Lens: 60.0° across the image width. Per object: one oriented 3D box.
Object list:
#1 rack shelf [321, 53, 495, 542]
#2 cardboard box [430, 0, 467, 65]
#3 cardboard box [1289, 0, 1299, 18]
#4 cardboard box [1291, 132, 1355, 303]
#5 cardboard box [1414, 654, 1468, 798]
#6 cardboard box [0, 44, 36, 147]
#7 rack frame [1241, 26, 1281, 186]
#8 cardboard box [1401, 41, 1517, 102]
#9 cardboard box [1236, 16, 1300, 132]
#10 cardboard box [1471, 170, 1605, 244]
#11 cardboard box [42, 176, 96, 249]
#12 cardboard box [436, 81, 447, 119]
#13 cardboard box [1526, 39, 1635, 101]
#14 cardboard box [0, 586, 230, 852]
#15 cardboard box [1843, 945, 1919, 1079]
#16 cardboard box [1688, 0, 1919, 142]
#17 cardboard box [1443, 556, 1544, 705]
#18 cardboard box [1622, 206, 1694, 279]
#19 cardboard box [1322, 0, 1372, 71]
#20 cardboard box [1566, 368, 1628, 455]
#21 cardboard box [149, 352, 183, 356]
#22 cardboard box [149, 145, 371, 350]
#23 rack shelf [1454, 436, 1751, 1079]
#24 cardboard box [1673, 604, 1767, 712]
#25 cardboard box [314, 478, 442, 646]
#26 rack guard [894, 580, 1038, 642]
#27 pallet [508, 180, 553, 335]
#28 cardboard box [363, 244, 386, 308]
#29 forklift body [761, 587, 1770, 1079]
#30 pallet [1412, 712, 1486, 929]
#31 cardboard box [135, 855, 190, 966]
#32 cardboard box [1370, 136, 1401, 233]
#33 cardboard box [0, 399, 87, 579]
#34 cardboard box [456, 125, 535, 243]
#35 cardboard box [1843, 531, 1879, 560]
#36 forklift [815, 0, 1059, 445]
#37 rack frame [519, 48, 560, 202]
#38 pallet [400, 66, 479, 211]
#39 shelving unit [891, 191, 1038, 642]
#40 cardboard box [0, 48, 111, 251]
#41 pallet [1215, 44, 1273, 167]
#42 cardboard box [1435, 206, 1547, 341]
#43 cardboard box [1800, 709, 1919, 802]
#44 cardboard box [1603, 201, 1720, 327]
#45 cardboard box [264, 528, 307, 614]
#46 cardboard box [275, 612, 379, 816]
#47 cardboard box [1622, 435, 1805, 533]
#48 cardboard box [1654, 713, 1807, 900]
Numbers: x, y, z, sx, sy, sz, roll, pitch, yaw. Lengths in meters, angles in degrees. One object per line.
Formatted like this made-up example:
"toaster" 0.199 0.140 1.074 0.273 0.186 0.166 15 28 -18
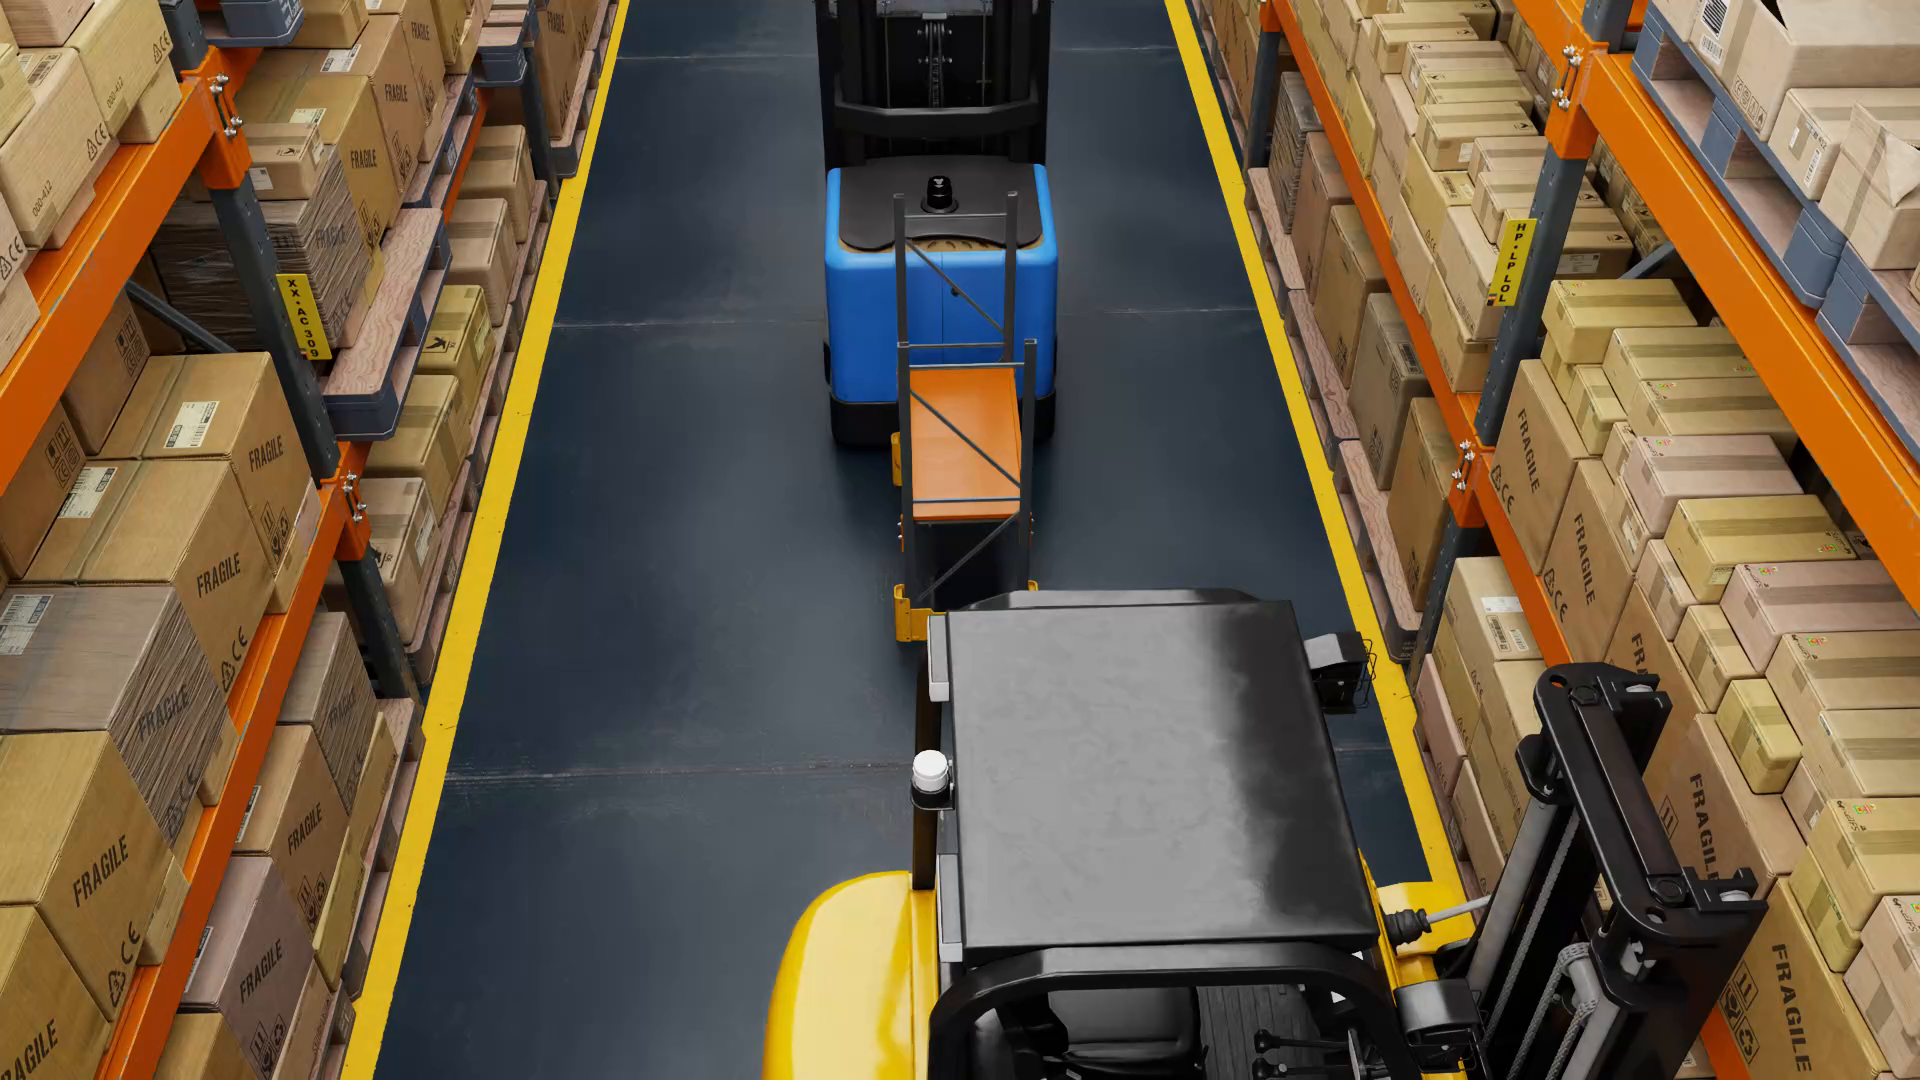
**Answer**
"rack shelf" -2.725 -1.455 7.300 1.077 0.370 4.000 -2 43 -2
"cardboard box" -2.457 -2.384 7.176 0.500 0.500 0.500 -4 43 -5
"cardboard box" 1.924 -2.854 8.404 0.500 0.250 0.500 -1 43 -2
"cardboard box" 2.198 -1.633 8.408 0.875 0.625 0.625 0 43 0
"cardboard box" 2.009 0.679 6.163 0.500 0.250 0.500 -1 43 -1
"cardboard box" -2.257 -0.947 3.589 0.380 0.149 0.250 0 43 -1
"rack frame" 2.149 -3.216 8.688 1.000 3.000 0.127 -2 43 -2
"cardboard box" 1.999 -1.877 6.674 0.380 0.149 0.250 -1 43 -1
"cardboard box" 1.917 -2.728 9.696 0.500 0.500 0.500 -1 43 -1
"cardboard box" 2.054 -1.189 5.923 0.380 0.149 0.250 -2 43 -2
"cardboard box" -2.364 -0.834 4.056 0.380 0.149 0.250 -1 43 -1
"cardboard box" -2.416 -1.875 7.100 0.380 0.149 0.250 -3 43 -3
"cardboard box" 2.517 -1.897 6.695 0.380 0.149 0.250 -2 43 -2
"cardboard box" -2.317 0.473 4.369 0.500 0.500 0.500 -1 43 -1
"cardboard box" 2.146 0.988 3.548 0.380 0.149 0.250 -3 43 -3
"cardboard box" 2.111 -1.211 3.963 0.500 0.311 0.500 -1 43 -1
"cardboard box" 2.026 0.310 5.825 0.500 0.250 0.500 -2 43 -2
"cardboard box" 2.519 -1.035 5.755 0.380 0.149 0.250 -3 43 -3
"cardboard box" 1.948 -2.346 7.481 0.500 0.250 0.500 -3 43 -3
"cardboard box" 2.082 -0.394 5.055 0.380 0.149 0.250 -1 43 -1
"cardboard box" -2.937 -0.772 5.897 0.380 0.149 0.250 -1 43 -1
"cardboard box" -2.373 -0.997 5.662 0.500 0.500 0.500 -1 43 -1
"rack shelf" 2.404 1.100 4.512 1.077 0.370 4.000 -2 43 -2
"cardboard box" 2.096 0.296 4.303 0.380 0.149 0.250 -3 43 -3
"cardboard box" -2.665 0.089 6.716 0.950 0.372 0.625 -1 43 -1
"rack guard" 0.024 0.296 6.892 0.587 0.250 0.087 -2 43 -2
"pallet" -2.778 -1.515 8.897 1.003 0.211 1.213 -2 43 -2
"cardboard box" -2.349 -0.984 6.128 0.380 0.149 0.250 -1 43 -1
"forklift body" 0.586 1.270 4.422 2.313 2.155 1.214 -2 43 -2
"pallet" 2.311 1.051 6.097 1.003 0.211 1.213 -2 43 -2
"cardboard box" -2.247 0.962 4.316 0.380 0.149 0.250 -1 43 -1
"cardboard box" 2.019 -1.468 6.893 0.500 0.250 0.500 -1 43 -2
"cardboard box" -2.838 -0.237 4.404 0.700 0.500 0.500 -1 43 -2
"cardboard box" -2.796 -1.875 8.860 0.950 0.372 0.625 -4 43 -5
"cardboard box" 2.605 0.110 4.506 0.380 0.149 0.250 0 43 0
"forklift" -0.133 -2.507 7.965 1.130 2.935 3.031 -1 43 -2
"rack frame" -2.810 -3.071 8.530 1.000 3.000 0.127 -2 43 -2
"pallet" -2.685 -1.665 7.138 1.003 0.211 1.213 -2 43 -2
"shelving unit" 0.003 -0.501 6.837 0.587 1.500 1.083 -2 43 -2
"cardboard box" -2.330 -0.899 3.832 0.500 0.250 0.500 -2 43 -2
"pallet" 2.155 -2.693 10.181 1.003 0.211 1.213 -2 43 -2
"cardboard box" 2.043 -0.969 5.978 0.500 0.250 0.500 -2 43 -3
"cardboard box" 2.192 0.528 3.829 0.380 0.149 0.250 -1 43 -1
"cardboard box" 2.554 -0.994 6.006 0.500 0.250 0.500 -2 43 -2
"cardboard box" -2.304 0.099 5.258 0.380 0.149 0.250 -1 43 -1
"cardboard box" -2.347 0.604 5.690 0.500 0.500 0.500 -2 43 -2
"cardboard box" 2.066 -0.155 4.574 0.380 0.149 0.250 -1 43 -1
"cardboard box" 2.139 0.788 4.246 0.500 0.500 0.500 -1 43 -2
